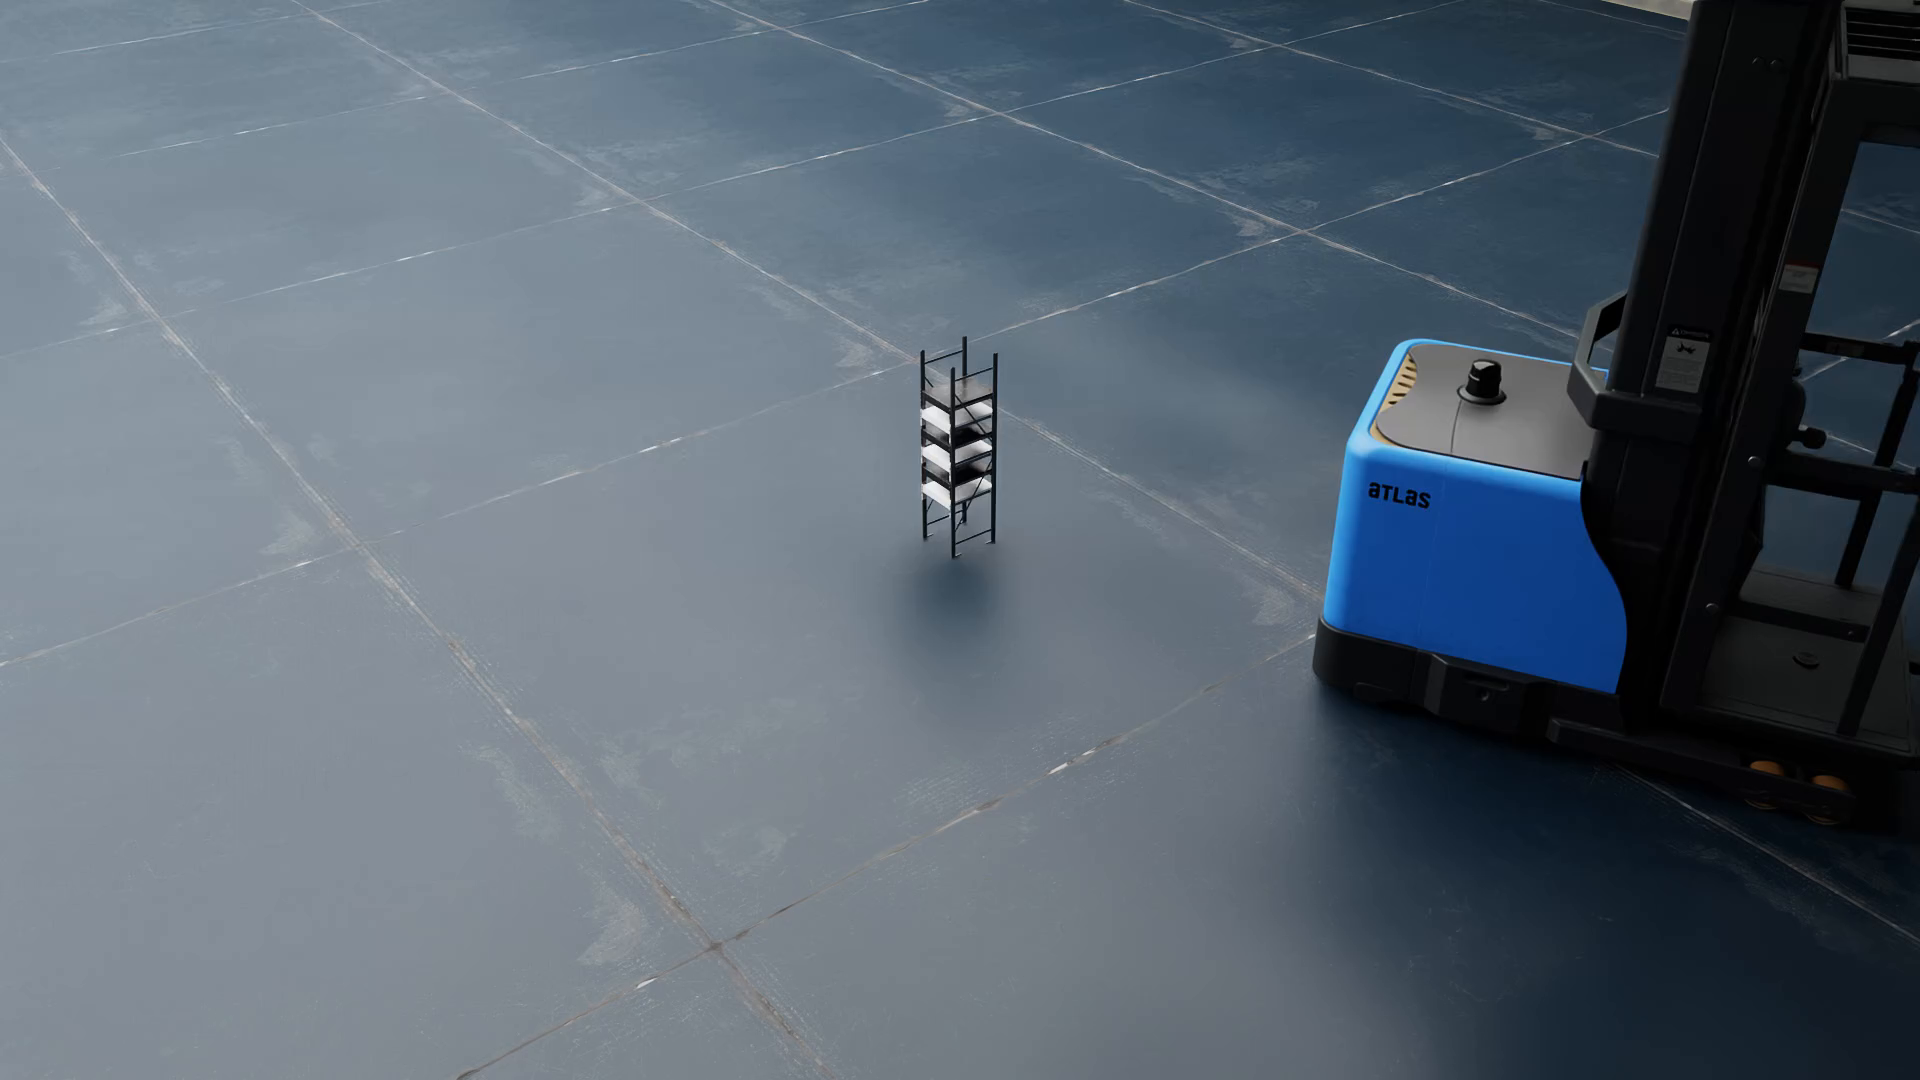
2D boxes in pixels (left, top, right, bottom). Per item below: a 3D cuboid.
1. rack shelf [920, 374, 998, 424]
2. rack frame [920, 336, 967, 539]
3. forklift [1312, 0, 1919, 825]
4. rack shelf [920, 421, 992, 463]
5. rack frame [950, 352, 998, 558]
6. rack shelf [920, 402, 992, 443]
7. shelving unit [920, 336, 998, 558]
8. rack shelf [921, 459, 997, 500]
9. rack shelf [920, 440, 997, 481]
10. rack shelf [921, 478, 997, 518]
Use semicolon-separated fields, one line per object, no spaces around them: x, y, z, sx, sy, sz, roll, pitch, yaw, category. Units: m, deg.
-0.005;-0.587;6.893;0.258;0.077;0.200;-22;38;-31;rack shelf
-0.067;-0.428;7.086;0.240;0.900;0.006;-22;38;-31;rack frame
2.903;-0.592;5.426;3.031;2.935;1.130;13;34;20;forklift
-0.005;-0.434;6.988;0.258;0.077;0.200;-22;38;-31;rack shelf
0.057;-0.343;6.950;0.240;0.900;0.006;-22;38;-31;rack frame
-0.005;-0.510;6.941;0.258;0.077;0.200;-22;38;-31;rack shelf
-0.005;-0.386;7.018;0.258;0.900;0.210;-22;38;-31;shelving unit
-0.005;-0.281;7.083;0.258;0.077;0.200;-22;38;-31;rack shelf
-0.005;-0.357;7.036;0.258;0.077;0.200;-22;38;-31;rack shelf
-0.005;-0.204;7.131;0.258;0.077;0.200;-22;38;-31;rack shelf
